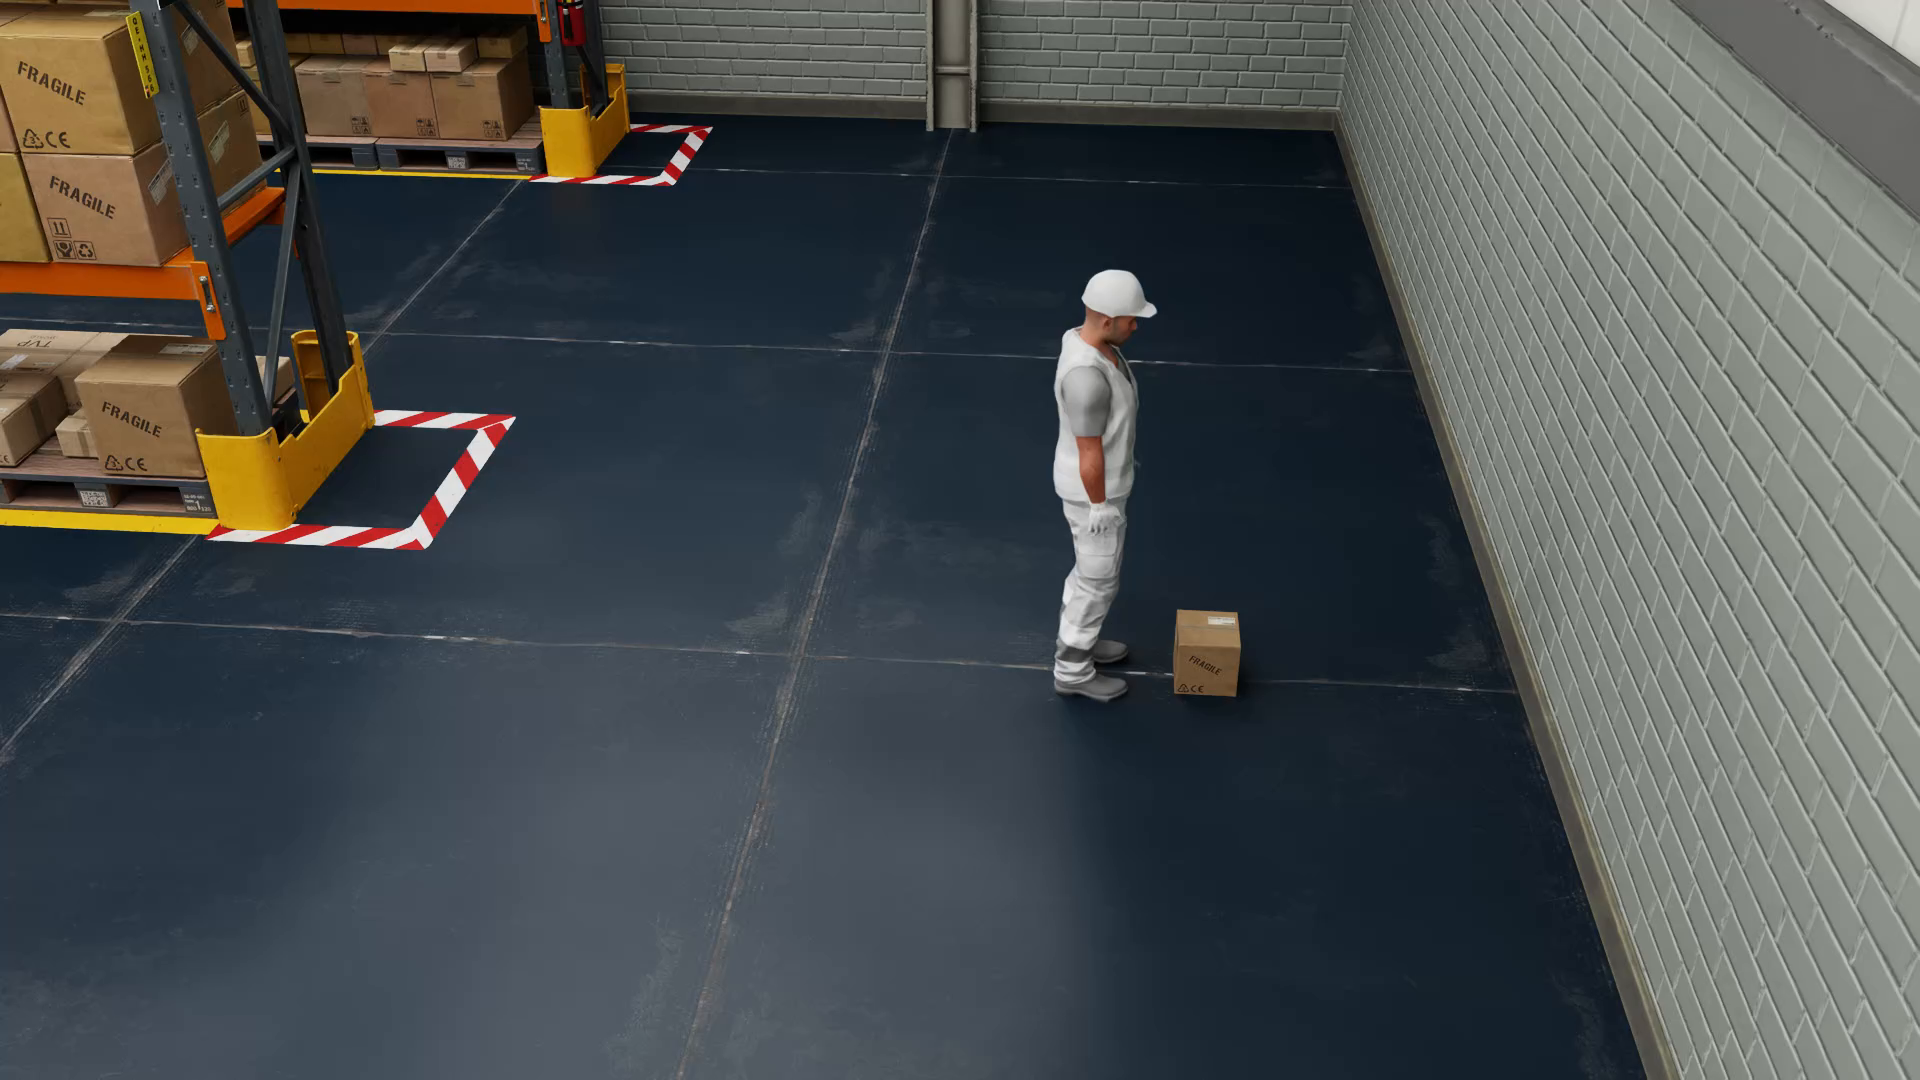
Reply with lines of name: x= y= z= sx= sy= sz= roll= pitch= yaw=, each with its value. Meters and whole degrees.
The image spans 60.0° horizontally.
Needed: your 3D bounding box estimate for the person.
person: x=0.539 y=-0.216 z=6.475 sx=0.364 sy=1.776 sz=0.529 roll=3 pitch=32 yaw=5
